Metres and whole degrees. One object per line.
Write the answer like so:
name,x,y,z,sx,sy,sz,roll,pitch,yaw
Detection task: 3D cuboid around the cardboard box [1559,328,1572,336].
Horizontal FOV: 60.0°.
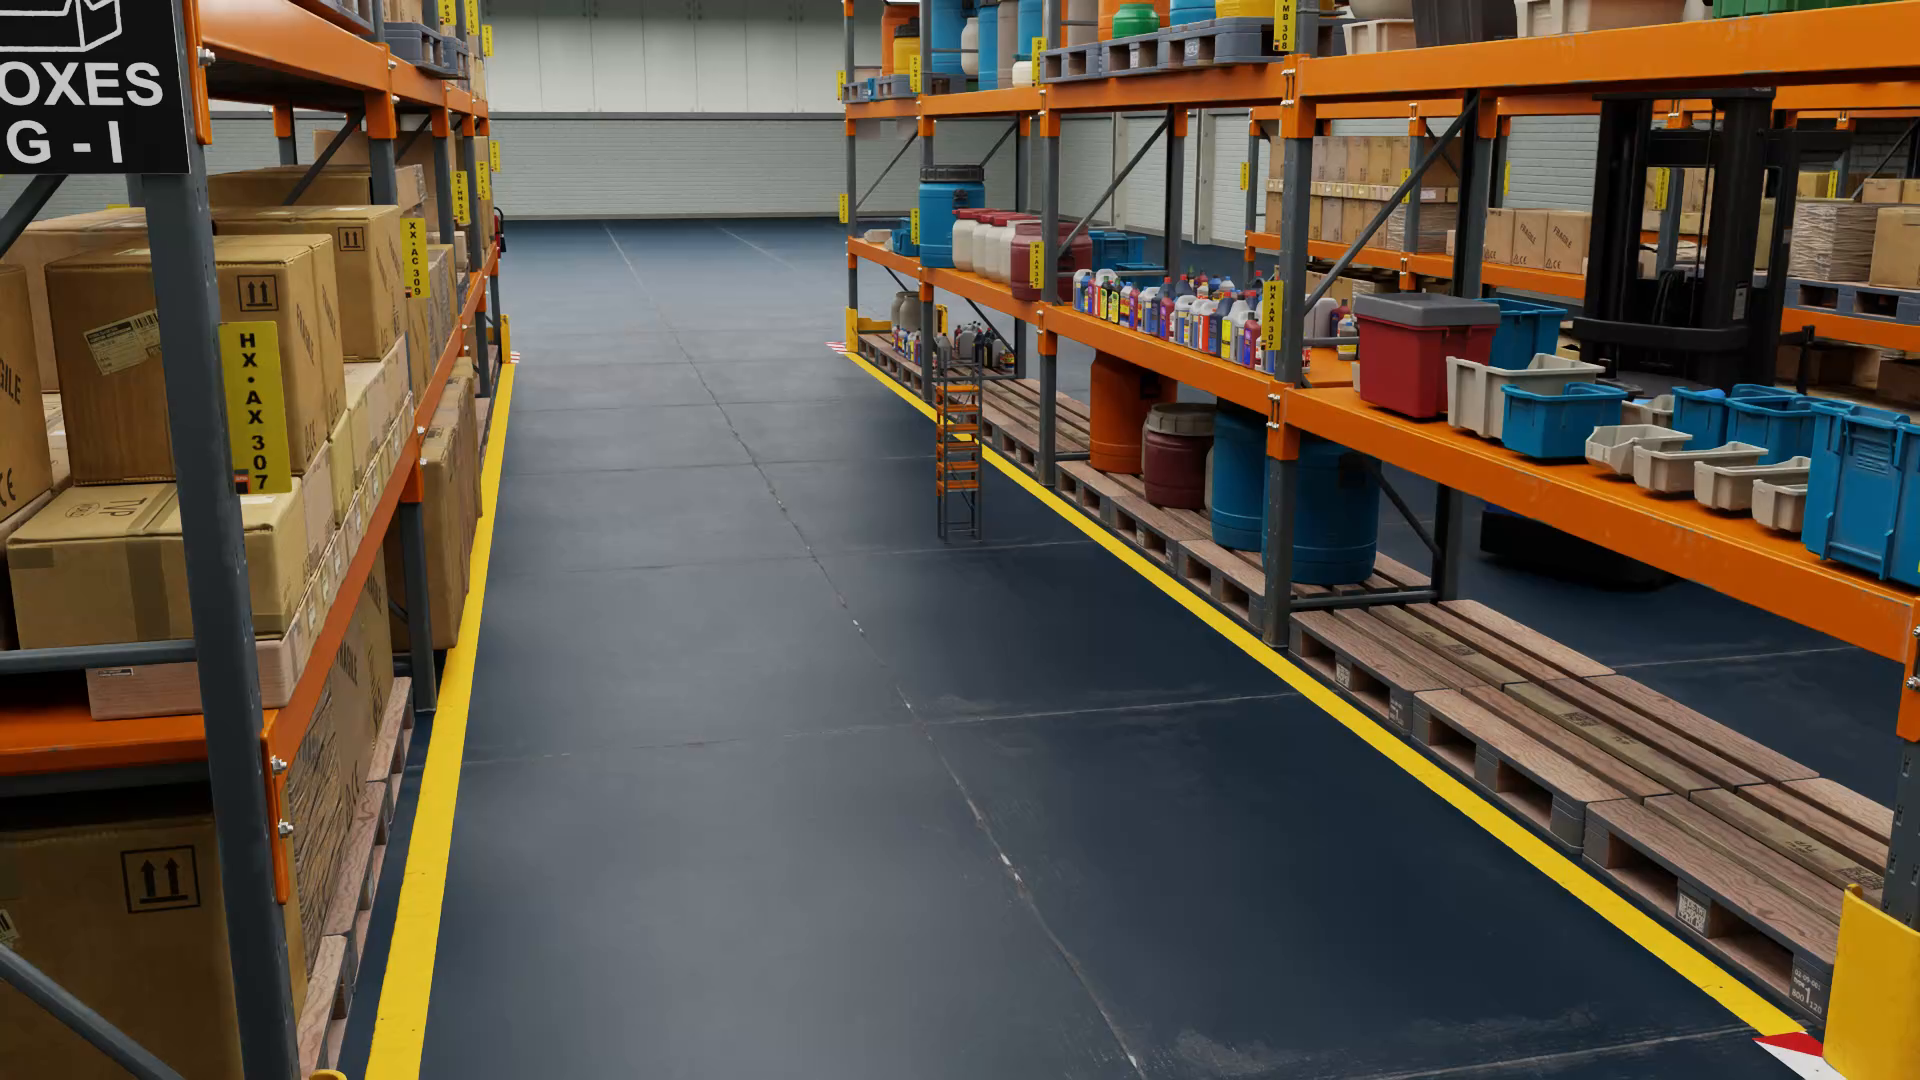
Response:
cardboard box,5.679,-1.790,15.159,0.500,0.311,0.500,-3,14,-14

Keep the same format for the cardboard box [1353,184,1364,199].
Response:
cardboard box,4.439,-3.727,17.784,0.380,0.149,0.250,-3,14,-13

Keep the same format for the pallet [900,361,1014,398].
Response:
pallet,0.015,-1.605,16.551,1.003,0.211,1.213,-3,14,-13

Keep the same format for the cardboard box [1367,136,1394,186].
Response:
cardboard box,4.718,-3.975,17.432,0.700,0.500,0.500,-3,14,-13

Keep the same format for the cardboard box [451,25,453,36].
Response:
cardboard box,-3.844,-3.708,11.698,0.500,0.500,0.500,-4,14,-15

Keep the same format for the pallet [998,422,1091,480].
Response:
pallet,0.928,-0.706,12.871,1.003,0.211,1.213,-3,14,-13

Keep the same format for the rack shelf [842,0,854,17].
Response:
rack shelf,-0.337,-5.634,16.886,1.077,0.370,4.000,-3,14,-13

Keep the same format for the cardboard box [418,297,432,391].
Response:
cardboard box,-2.787,-0.965,7.847,0.500,0.500,0.500,-3,14,-13

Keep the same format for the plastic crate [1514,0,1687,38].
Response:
plastic crate,2.224,-1.826,5.815,0.437,0.136,0.530,-3,14,-13

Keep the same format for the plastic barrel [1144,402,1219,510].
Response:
plastic barrel,1.468,-0.540,10.512,0.600,0.588,0.708,-3,14,-13

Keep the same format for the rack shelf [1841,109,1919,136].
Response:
rack shelf,10.232,-4.001,15.678,1.077,0.370,4.000,-3,14,-13

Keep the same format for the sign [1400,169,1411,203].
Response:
sign,4.409,-3.505,16.463,0.100,0.325,0.005,-3,14,-13

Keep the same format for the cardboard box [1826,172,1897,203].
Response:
cardboard box,9.855,-3.776,18.255,0.500,0.500,0.500,-4,14,-14

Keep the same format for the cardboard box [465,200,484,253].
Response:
cardboard box,-4.728,-2.826,14.839,0.875,0.500,0.500,-3,14,-13

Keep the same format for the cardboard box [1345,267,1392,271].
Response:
cardboard box,4.673,-2.896,19.288,0.500,0.500,0.500,-3,14,-13

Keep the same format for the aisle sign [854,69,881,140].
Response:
aisle sign,-1.109,-4.988,19.046,0.394,0.787,0.004,-3,14,-13

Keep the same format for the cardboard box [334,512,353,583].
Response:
cardboard box,-1.870,0.027,4.526,0.380,0.149,0.250,-4,14,-14

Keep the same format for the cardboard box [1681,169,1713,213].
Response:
cardboard box,8.864,-4.217,20.063,0.500,0.500,0.500,-4,14,-15

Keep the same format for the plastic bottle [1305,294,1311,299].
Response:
plastic bottle,2.001,-1.292,9.655,0.152,0.276,0.135,-3,14,-13

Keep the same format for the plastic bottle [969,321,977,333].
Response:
plastic bottle,0.158,-2.123,17.451,0.144,0.351,0.185,-3,14,-11

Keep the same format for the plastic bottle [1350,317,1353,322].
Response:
plastic bottle,2.163,-1.123,9.123,0.097,0.201,0.097,0,14,0

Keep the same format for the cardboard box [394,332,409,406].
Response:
cardboard box,-2.444,-0.665,6.518,0.500,0.250,0.500,-4,14,-14

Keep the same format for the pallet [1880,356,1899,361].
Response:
pallet,9.947,-1.820,17.433,1.003,0.211,1.213,-3,14,-13

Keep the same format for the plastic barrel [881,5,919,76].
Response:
plastic barrel,-0.569,-5.490,18.467,0.600,0.830,0.708,-3,14,-13

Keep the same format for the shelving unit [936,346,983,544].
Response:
shelving unit,-0.003,-0.586,10.298,0.258,1.200,0.189,-3,14,-13

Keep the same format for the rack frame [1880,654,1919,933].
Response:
rack frame,2.951,-0.034,4.246,1.000,3.000,0.127,-3,14,-13

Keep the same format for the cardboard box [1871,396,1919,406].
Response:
cardboard box,6.586,-0.711,11.358,0.500,0.500,0.500,-4,14,-15

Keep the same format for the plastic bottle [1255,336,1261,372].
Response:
plastic bottle,1.551,-0.958,8.448,0.097,0.201,0.097,0,14,0

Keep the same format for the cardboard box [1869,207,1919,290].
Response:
cardboard box,6.352,-1.889,10.742,0.700,0.500,0.500,-7,16,-27

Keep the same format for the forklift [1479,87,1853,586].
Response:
forklift,4.553,-1.433,10.116,3.031,2.935,1.130,-11,18,-38

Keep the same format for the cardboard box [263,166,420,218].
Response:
cardboard box,-3.436,-1.819,9.229,0.797,0.503,0.637,-3,14,-12

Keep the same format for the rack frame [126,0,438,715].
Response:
rack frame,-2.803,-0.681,6.893,1.000,3.000,0.127,-3,14,-13

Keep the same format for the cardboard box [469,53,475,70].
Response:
cardboard box,-4.708,-4.438,15.429,0.380,0.149,0.250,-4,14,-14

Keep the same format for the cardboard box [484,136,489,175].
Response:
cardboard box,-5.129,-3.900,17.124,0.500,0.500,0.500,-3,14,-13

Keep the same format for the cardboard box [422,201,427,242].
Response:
cardboard box,-4.137,-2.102,11.613,0.700,0.500,0.500,-1,14,-5

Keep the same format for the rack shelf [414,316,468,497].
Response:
rack shelf,-3.273,-0.793,8.867,1.077,0.370,4.000,-3,14,-13

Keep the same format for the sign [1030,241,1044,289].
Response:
sign,0.539,-1.926,11.648,0.100,0.325,0.005,-3,14,-13

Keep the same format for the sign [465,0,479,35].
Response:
sign,-4.143,-4.458,14.113,0.100,0.325,0.005,-3,14,-13

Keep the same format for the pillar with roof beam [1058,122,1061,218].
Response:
pillar with roof beam,-1.402,-13.759,47.784,9.100,9.000,0.548,-3,14,-13

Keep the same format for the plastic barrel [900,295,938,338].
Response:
plastic barrel,-0.460,-2.457,18.522,0.421,0.512,0.421,0,14,0

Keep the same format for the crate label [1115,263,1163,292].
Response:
crate label,1.337,-1.916,12.303,0.303,0.233,0.416,-3,14,-13

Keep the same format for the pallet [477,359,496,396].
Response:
pallet,-5.164,-1.607,16.558,1.003,0.211,1.213,-3,14,-13

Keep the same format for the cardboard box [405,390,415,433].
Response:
cardboard box,-2.413,-0.507,6.709,0.380,0.149,0.250,-3,14,-13

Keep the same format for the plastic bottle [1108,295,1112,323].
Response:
plastic bottle,1.000,-1.499,10.662,0.097,0.201,0.097,0,14,0

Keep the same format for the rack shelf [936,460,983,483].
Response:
rack shelf,-0.003,-0.426,10.337,0.258,0.103,0.180,-3,14,-13

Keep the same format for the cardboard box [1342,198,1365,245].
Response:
cardboard box,4.594,-3.465,18.080,0.700,0.500,0.500,-3,14,-12

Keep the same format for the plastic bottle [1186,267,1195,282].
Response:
plastic bottle,1.581,-1.753,11.529,0.061,0.283,0.133,-3,14,-13

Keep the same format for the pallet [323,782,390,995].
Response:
pallet,-2.411,1.136,5.334,1.003,0.211,1.213,-3,14,-13

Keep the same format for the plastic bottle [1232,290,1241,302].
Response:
plastic bottle,1.782,-1.498,10.656,0.097,0.201,0.097,0,14,0

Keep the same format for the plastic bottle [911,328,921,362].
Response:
plastic bottle,-0.420,-1.980,16.867,0.144,0.351,0.185,-3,14,-14

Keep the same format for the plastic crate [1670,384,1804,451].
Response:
plastic crate,2.833,-0.430,6.093,0.416,0.233,0.300,-3,14,-13

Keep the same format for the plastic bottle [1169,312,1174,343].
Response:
plastic bottle,1.260,-1.243,9.615,0.097,0.201,0.097,0,14,0

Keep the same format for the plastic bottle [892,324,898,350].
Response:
plastic bottle,-0.684,-2.178,17.842,0.097,0.271,0.097,0,14,0

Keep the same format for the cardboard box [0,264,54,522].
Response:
cardboard box,-2.234,-0.292,3.409,0.500,0.500,0.500,-3,14,-12

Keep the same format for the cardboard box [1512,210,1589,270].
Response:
cardboard box,5.354,-2.711,14.992,0.500,0.500,0.500,-3,14,-13
